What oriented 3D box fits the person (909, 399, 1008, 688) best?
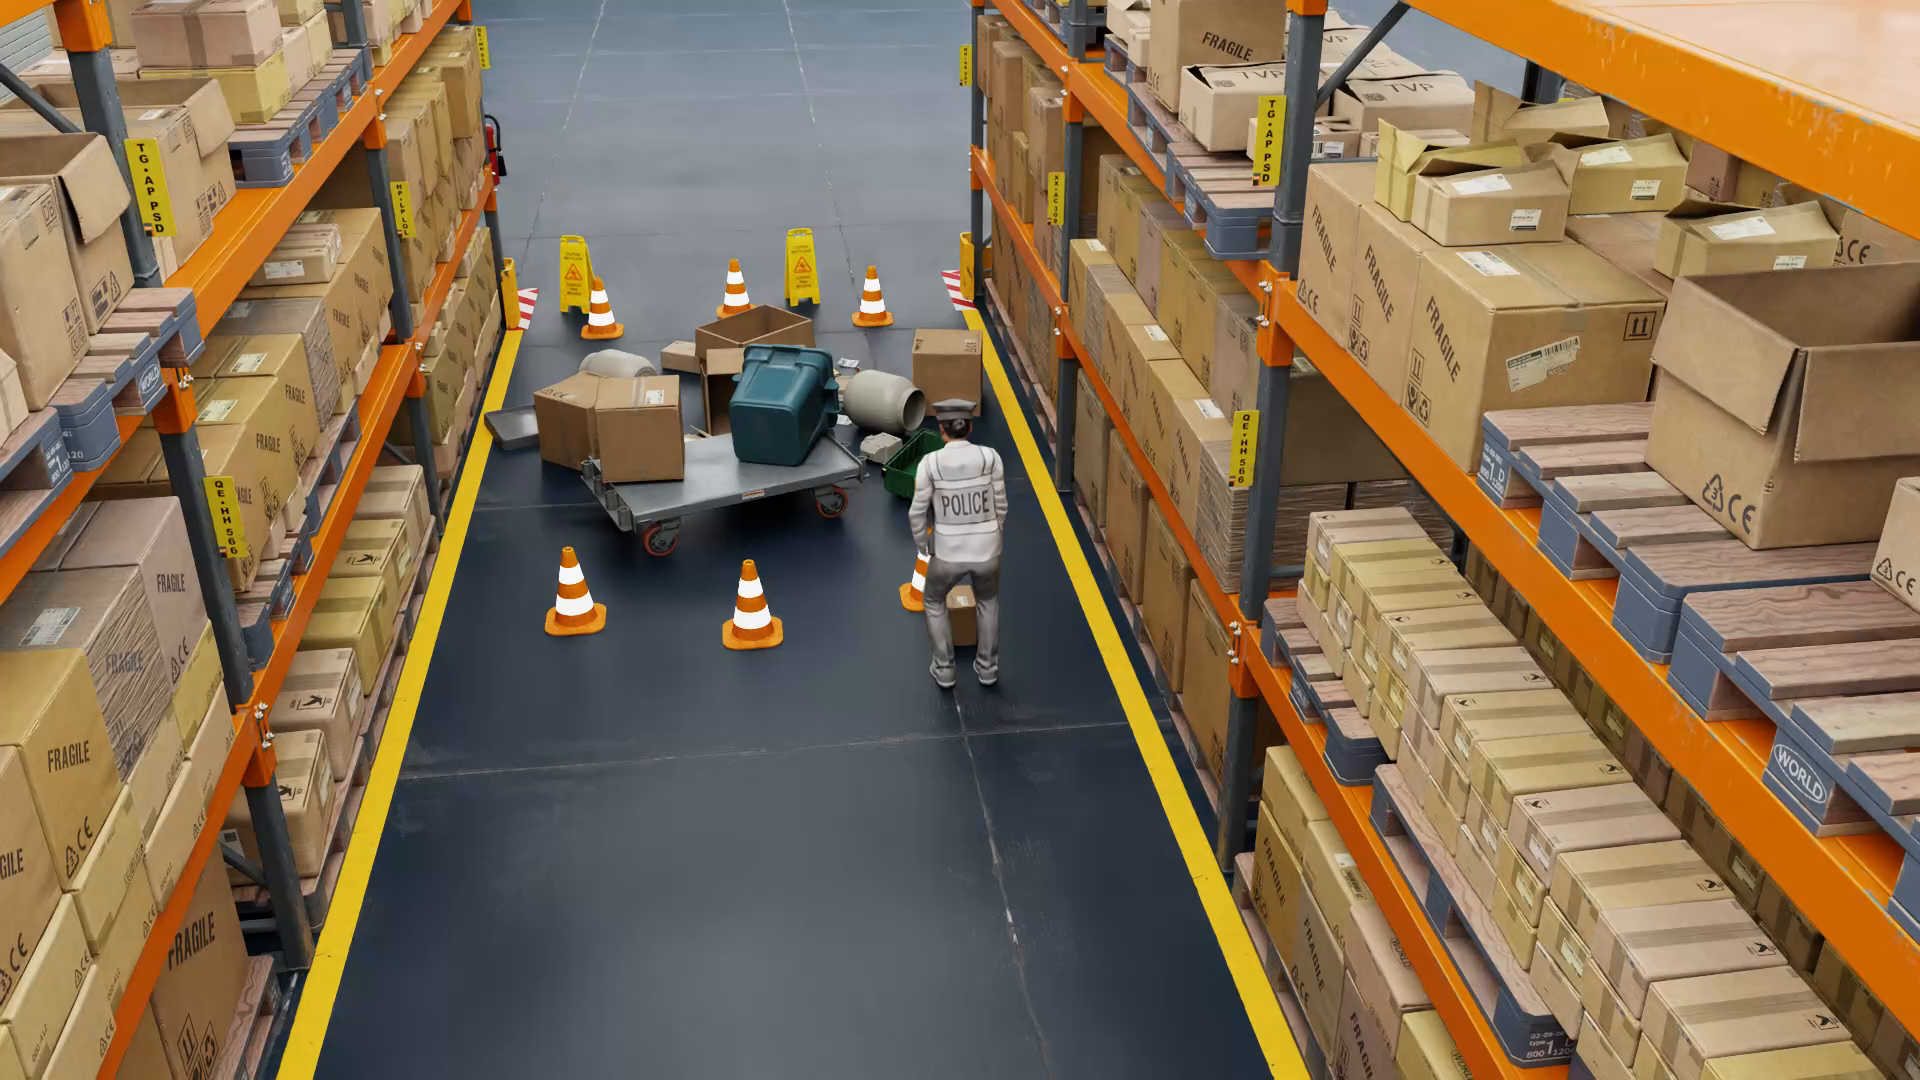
[{"bbox_3d":[-0.009,0.037,8.658,0.516,1.574,0.526,-3,27,-6],"label":"person"}]
